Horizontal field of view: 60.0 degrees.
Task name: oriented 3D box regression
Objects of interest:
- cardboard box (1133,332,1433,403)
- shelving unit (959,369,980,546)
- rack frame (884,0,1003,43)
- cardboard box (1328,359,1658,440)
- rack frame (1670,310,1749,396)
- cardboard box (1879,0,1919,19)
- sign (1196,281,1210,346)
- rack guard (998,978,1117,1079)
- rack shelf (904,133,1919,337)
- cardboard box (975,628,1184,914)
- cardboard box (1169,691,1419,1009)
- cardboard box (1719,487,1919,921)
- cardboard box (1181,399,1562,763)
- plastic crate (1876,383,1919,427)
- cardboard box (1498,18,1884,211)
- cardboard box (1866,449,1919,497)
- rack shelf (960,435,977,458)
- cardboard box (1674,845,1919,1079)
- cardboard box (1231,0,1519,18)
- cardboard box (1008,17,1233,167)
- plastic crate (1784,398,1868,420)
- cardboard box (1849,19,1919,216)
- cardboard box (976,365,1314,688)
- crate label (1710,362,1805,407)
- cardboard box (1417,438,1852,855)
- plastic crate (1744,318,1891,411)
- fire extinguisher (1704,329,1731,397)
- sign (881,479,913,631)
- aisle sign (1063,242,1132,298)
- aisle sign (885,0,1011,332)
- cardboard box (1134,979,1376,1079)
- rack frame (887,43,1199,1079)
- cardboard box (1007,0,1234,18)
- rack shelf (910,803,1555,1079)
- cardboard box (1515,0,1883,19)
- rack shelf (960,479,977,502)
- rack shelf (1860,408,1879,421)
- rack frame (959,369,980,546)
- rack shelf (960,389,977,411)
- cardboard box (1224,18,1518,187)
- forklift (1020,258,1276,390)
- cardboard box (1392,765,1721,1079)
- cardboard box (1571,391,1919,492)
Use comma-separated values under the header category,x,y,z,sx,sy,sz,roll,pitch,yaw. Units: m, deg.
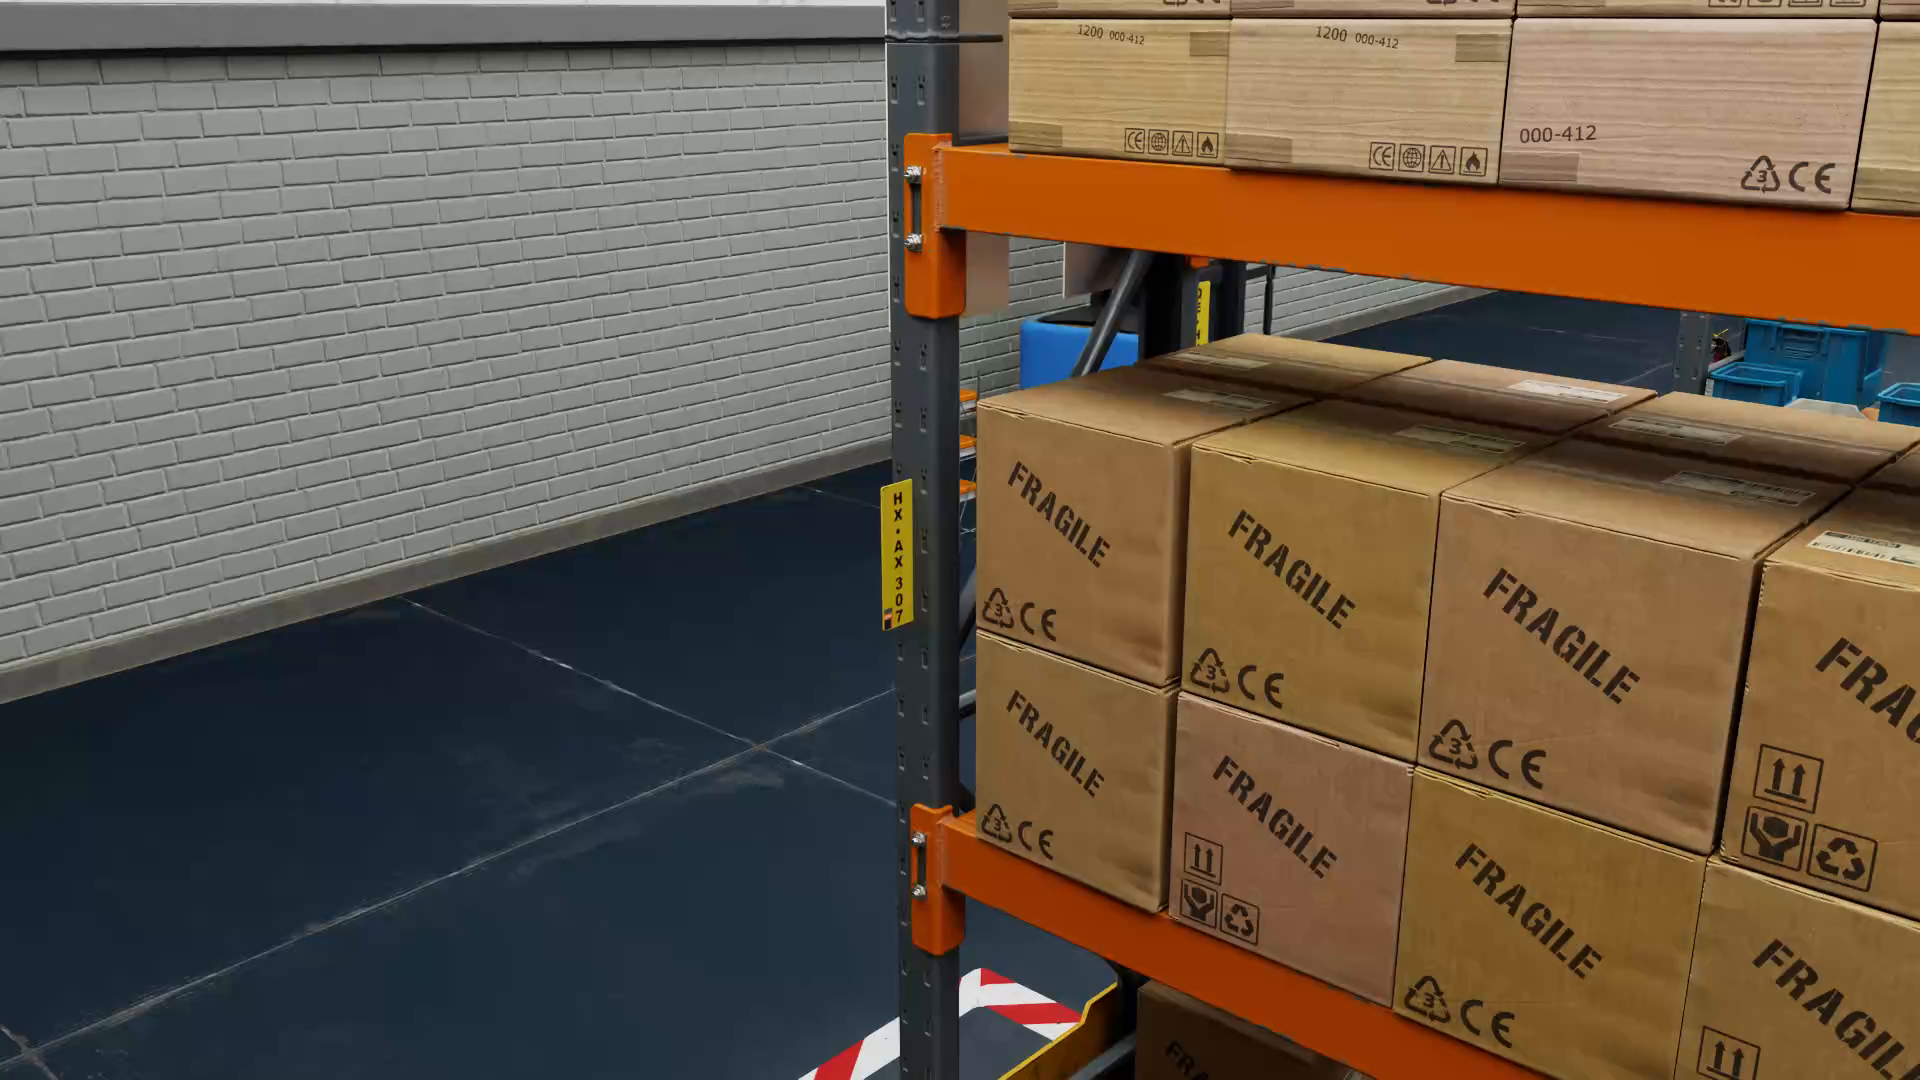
category,x,y,z,sx,sy,sz,roll,pitch,yaw
cardboard box,0.742,-0.174,3.884,0.500,0.500,0.500,15,23,39
shelving unit,-0.040,-0.511,9.987,0.252,1.050,0.215,15,23,39
rack frame,0.226,-2.537,3.229,0.127,3.000,1.000,15,23,39
cardboard box,1.120,-0.073,3.565,0.500,0.500,0.500,16,24,41
rack frame,3.517,-0.797,7.665,0.127,3.000,1.000,15,23,39
cardboard box,1.557,-0.810,2.167,0.500,0.250,0.500,15,23,39
sign,0.610,-0.501,4.296,0.005,0.325,0.100,15,23,39
rack guard,0.283,1.529,4.466,0.348,0.500,1.175,15,23,39
rack shelf,1.722,-0.363,2.526,4.000,0.370,1.077,15,23,39
cardboard box,0.383,0.424,3.652,0.500,0.500,0.500,16,23,40
cardboard box,0.773,0.526,3.330,0.500,0.500,0.500,15,23,39
cardboard box,1.531,0.254,2.535,0.500,0.500,0.500,15,23,39
cardboard box,0.779,0.050,3.176,0.500,0.500,0.500,15,23,40
plastic crate,3.976,-0.490,6.874,0.300,0.233,0.416,15,23,39
cardboard box,1.182,-0.672,2.558,0.500,0.250,0.500,15,23,39
cardboard box,1.895,0.133,2.916,0.500,0.500,0.500,16,24,41
rack shelf,-0.040,-0.501,9.990,0.240,0.259,0.215,15,23,39
cardboard box,1.519,0.728,2.693,0.500,0.500,0.500,15,23,40
cardboard box,0.807,-1.010,2.797,0.500,0.250,0.500,15,23,39
cardboard box,0.442,-0.875,3.199,0.500,0.250,0.500,15,23,39
plastic crate,3.668,-0.493,7.043,0.298,0.136,0.250,15,23,39
cardboard box,1.560,-0.573,2.246,0.500,0.250,0.500,15,23,39
cardboard box,0.383,-0.053,3.501,0.500,0.500,0.500,16,24,41
crate label,3.483,-0.622,7.290,0.303,0.233,0.416,15,23,39
cardboard box,1.150,0.152,2.856,0.500,0.500,0.500,15,23,40
plastic crate,3.891,-0.818,7.572,0.499,0.435,0.616,15,23,39
fire extinguisher,3.706,-0.716,8.153,0.183,0.674,0.296,15,23,39
sign,-0.134,0.033,3.618,0.005,0.325,0.100,15,23,39
aisle sign,0.379,-0.999,4.004,0.004,0.787,0.394,15,23,39
aisle sign,-0.020,-0.864,3.577,0.004,0.787,0.394,15,23,39
cardboard box,0.796,1.358,4.279,0.500,0.500,0.500,15,23,39
rack frame,0.226,0.323,4.136,0.127,3.000,1.000,15,23,39
cardboard box,0.438,-1.112,3.119,0.500,0.250,0.500,15,23,39
rack shelf,1.722,1.067,2.980,4.000,0.370,1.077,15,23,39
cardboard box,1.185,-0.911,2.486,0.500,0.250,0.500,15,23,39
rack shelf,-0.040,-0.236,10.074,0.240,0.259,0.215,15,23,39
rack shelf,5.013,-0.053,6.509,4.000,0.370,1.077,15,23,39
rack frame,0.051,-0.487,9.910,0.008,1.050,0.200,15,23,39
rack shelf,-0.040,-0.772,9.904,0.240,0.259,0.215,15,23,39
cardboard box,0.807,-0.772,2.873,0.500,0.250,0.500,15,23,39
forklift,1.672,-2.122,11.953,1.130,2.935,3.031,13,22,34
cardboard box,1.146,0.628,3.010,0.500,0.500,0.500,15,23,39
cardboard box,1.511,0.030,3.241,0.500,0.500,0.500,16,24,41
